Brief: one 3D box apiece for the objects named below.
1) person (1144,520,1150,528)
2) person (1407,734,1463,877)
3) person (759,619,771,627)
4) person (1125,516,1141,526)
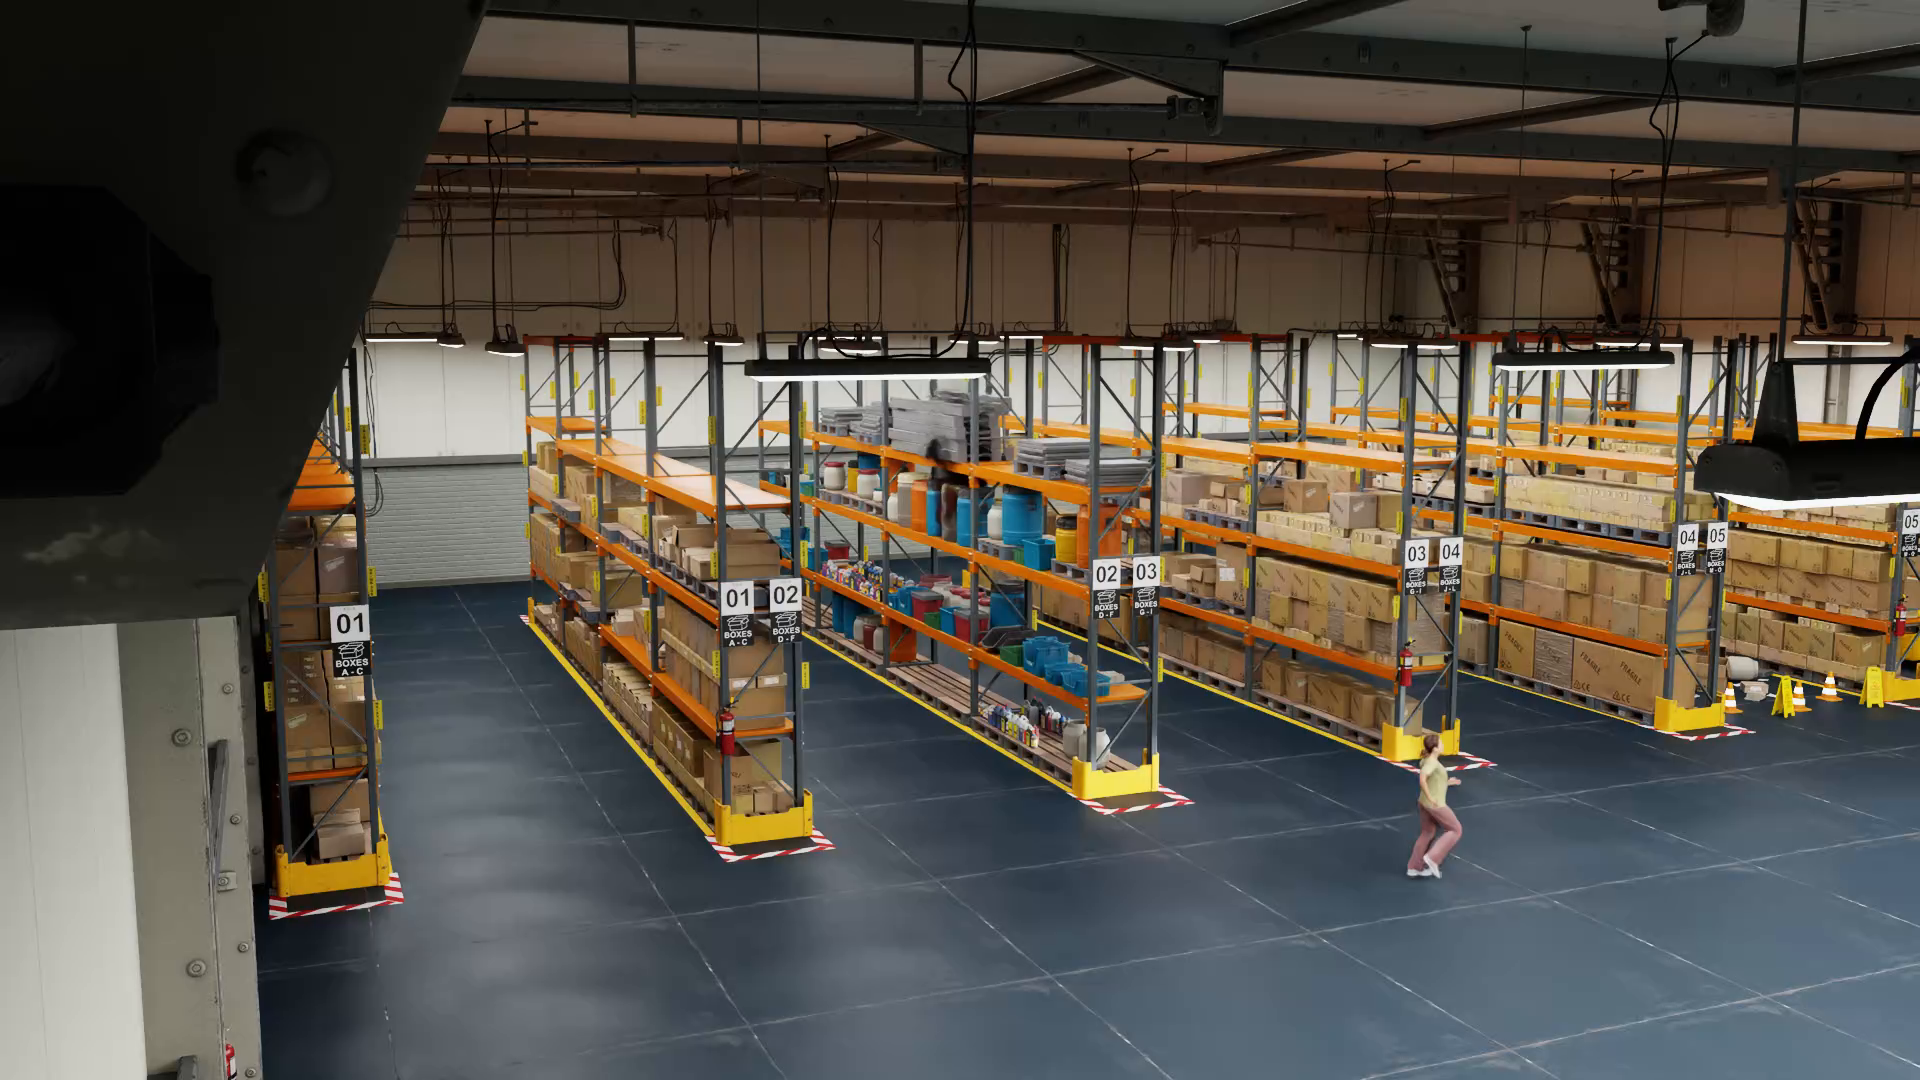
[{"bbox_3d":[4.304,0.354,38.210,0.667,1.817,0.860,-3,8,-19],"label":"person"},{"bbox_3d":[5.381,3.004,18.834,0.597,1.637,0.564,-1,8,-6],"label":"person"},{"bbox_3d":[-3.444,1.553,29.488,0.621,1.562,0.802,-5,9,-31],"label":"person"},{"bbox_3d":[4.255,-0.048,41.312,1.008,1.779,0.674,-4,9,-28],"label":"person"}]
